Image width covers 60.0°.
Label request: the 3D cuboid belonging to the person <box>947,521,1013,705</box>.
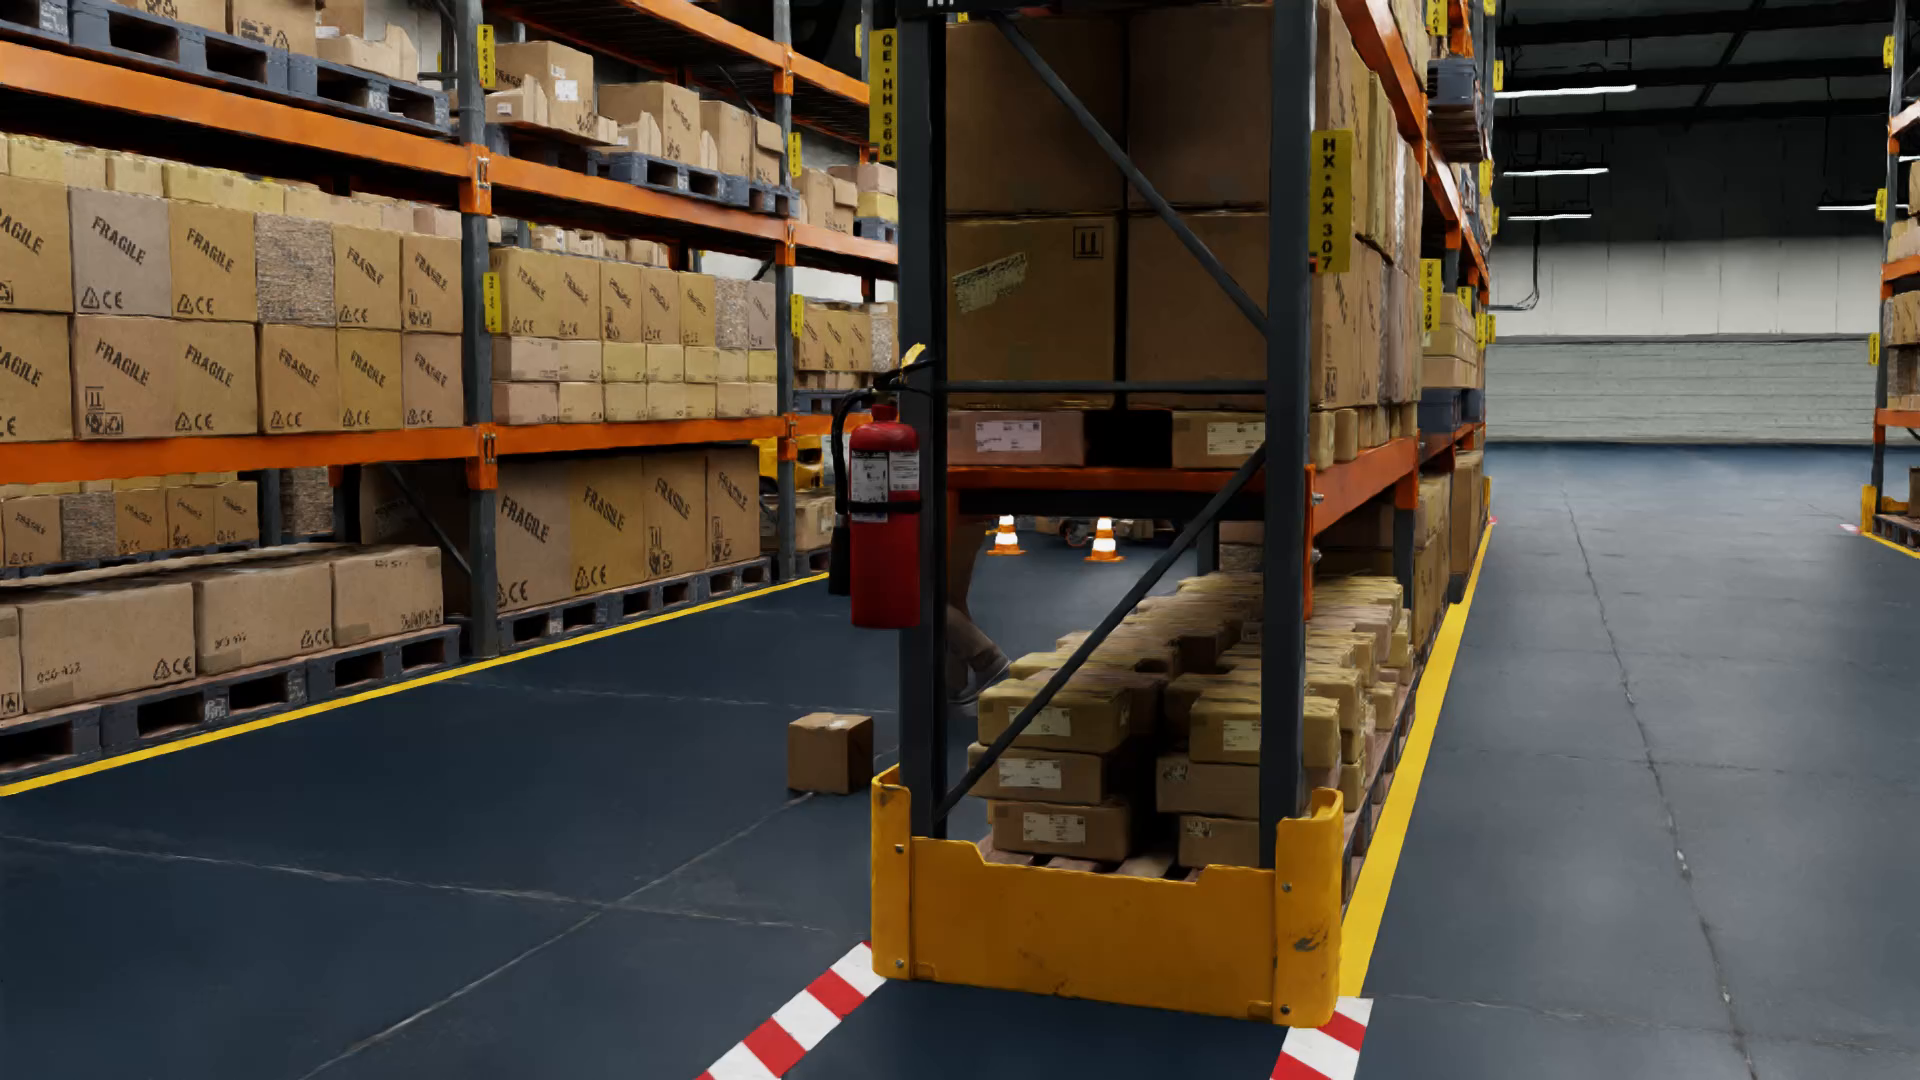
[{"bbox_3d":[-0.020,-0.055,7.613,0.513,1.704,0.630,-1,5,-6],"label":"person"}]
